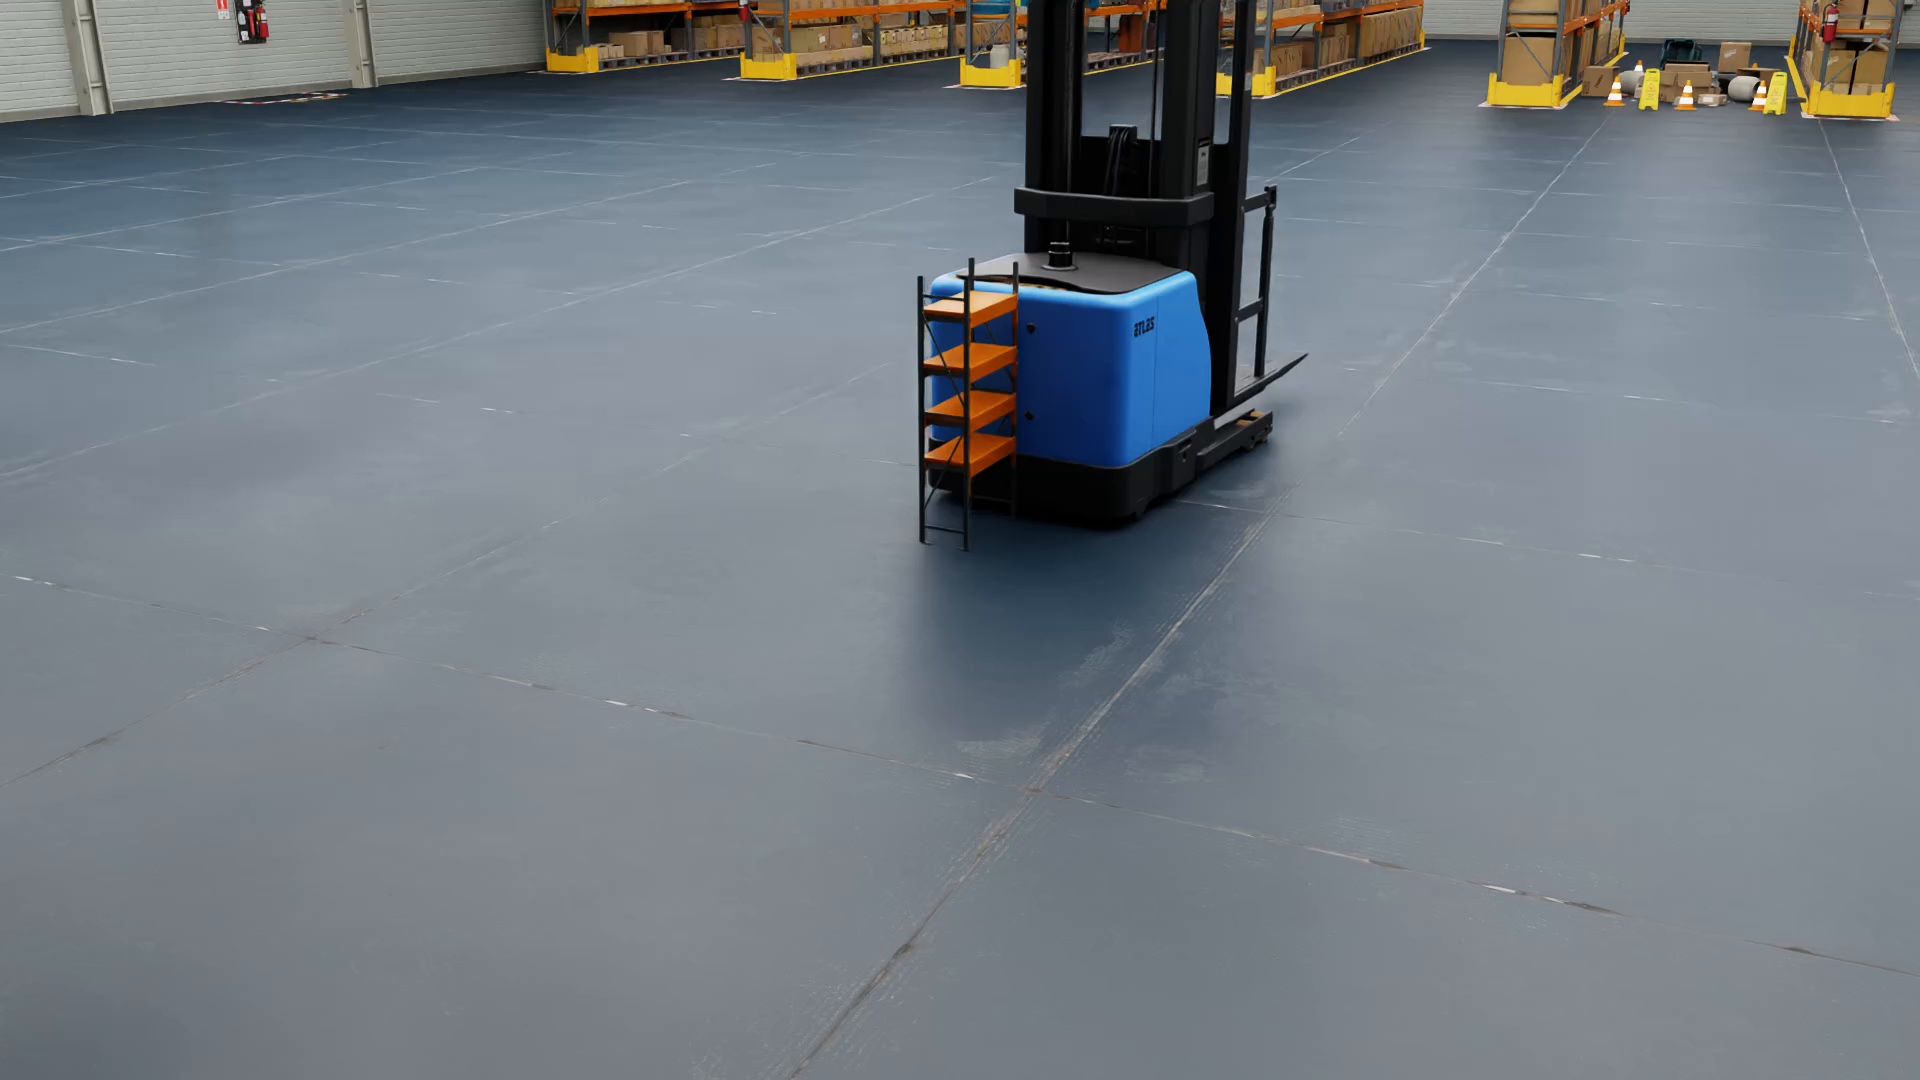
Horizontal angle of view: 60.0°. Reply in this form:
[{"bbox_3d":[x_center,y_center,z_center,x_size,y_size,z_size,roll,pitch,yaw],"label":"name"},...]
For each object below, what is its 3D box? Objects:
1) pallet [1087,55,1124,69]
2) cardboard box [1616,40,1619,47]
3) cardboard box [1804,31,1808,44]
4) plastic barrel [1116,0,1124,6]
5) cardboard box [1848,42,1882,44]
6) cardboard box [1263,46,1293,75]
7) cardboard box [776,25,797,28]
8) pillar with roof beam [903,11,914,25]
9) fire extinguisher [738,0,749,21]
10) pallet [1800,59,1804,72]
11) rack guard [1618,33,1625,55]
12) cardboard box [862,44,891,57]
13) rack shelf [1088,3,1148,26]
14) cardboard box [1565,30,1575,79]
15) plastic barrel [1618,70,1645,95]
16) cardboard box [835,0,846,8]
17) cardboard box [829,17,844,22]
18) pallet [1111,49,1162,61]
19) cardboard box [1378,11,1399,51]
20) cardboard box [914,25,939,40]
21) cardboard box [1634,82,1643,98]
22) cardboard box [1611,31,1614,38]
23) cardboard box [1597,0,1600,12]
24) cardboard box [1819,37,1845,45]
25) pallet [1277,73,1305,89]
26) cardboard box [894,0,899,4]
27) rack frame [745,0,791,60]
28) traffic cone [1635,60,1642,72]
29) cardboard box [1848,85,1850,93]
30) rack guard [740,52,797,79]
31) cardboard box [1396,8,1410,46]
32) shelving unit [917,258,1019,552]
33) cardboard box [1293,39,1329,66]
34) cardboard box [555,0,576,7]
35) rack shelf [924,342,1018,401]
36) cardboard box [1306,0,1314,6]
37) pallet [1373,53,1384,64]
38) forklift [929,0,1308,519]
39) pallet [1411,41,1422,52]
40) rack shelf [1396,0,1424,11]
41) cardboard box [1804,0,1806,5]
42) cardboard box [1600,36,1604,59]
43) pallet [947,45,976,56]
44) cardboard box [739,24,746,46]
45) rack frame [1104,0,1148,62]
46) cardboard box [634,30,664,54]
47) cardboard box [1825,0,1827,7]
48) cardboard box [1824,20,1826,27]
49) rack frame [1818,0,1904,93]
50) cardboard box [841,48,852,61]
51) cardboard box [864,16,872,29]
[{"bbox_3d":[3.022,-10.756,37.399,1.003,0.211,1.213,9,21,23],"label":"pallet"},{"bbox_3d":[16.115,-12.300,41.207,0.380,0.149,0.250,9,22,24],"label":"cardboard box"},{"bbox_3d":[20.532,-11.855,39.523,0.875,0.438,0.875,8,21,21],"label":"cardboard box"},{"bbox_3d":[3.476,-12.253,37.280,0.421,0.512,0.421,0,20,0],"label":"plastic barrel"},{"bbox_3d":[15.800,-8.449,29.108,0.500,0.500,0.500,8,21,22],"label":"cardboard box"},{"bbox_3d":[6.145,-9.297,32.239,0.500,0.500,0.500,7,21,18],"label":"cardboard box"},{"bbox_3d":[-3.574,-10.677,35.371,0.500,0.500,0.500,9,21,23],"label":"cardboard box"},{"bbox_3d":[2.357,-19.658,49.315,9.100,9.000,0.400,9,21,23],"label":"pillar with roof beam"},{"bbox_3d":[-4.390,-10.900,33.756,0.296,0.674,0.183,9,21,23],"label":"fire extinguisher"},{"bbox_3d":[18.826,-10.297,36.106,1.003,0.211,1.213,9,21,23],"label":"pallet"},{"bbox_3d":[16.122,-12.527,41.946,1.175,0.500,0.348,9,21,23],"label":"rack guard"},{"bbox_3d":[-1.889,-11.123,37.745,0.500,0.250,0.500,8,21,21],"label":"cardboard box"},{"bbox_3d":[3.056,-11.723,37.029,1.077,0.370,4.000,9,21,23],"label":"rack shelf"},{"bbox_3d":[10.918,-9.073,31.050,0.875,0.875,0.875,9,21,24],"label":"cardboard box"},{"bbox_3d":[12.175,-8.288,30.143,0.421,0.421,0.512,-9,22,-24],"label":"plastic barrel"},{"bbox_3d":[-2.875,-11.727,35.817,0.700,0.500,0.500,9,21,24],"label":"cardboard box"},{"bbox_3d":[-3.673,-14.224,45.569,0.750,0.750,0.750,9,21,23],"label":"cardboard box"},{"bbox_3d":[4.160,-11.606,39.789,1.003,0.211,1.213,9,21,23],"label":"pallet"},{"bbox_3d":[9.788,-12.215,39.883,1.225,0.875,0.875,9,21,23],"label":"cardboard box"},{"bbox_3d":[-0.839,-12.167,39.844,0.500,0.311,0.500,8,21,22],"label":"cardboard box"},{"bbox_3d":[12.216,-7.993,29.548,0.396,0.266,0.258,13,23,32],"label":"cardboard box"},{"bbox_3d":[15.336,-12.026,39.549,0.380,0.149,0.250,9,21,24],"label":"cardboard box"},{"bbox_3d":[12.733,-11.002,33.780,0.500,0.500,0.500,9,21,23],"label":"cardboard box"},{"bbox_3d":[14.554,-8.308,27.744,0.380,0.149,0.250,10,22,25],"label":"cardboard box"},{"bbox_3d":[6.015,-8.873,32.102,1.003,0.211,1.213,9,21,23],"label":"pallet"},{"bbox_3d":[-1.735,-12.572,38.194,0.500,0.500,0.500,10,22,27],"label":"cardboard box"},{"bbox_3d":[-3.918,-10.908,33.665,1.000,3.000,0.127,9,21,23],"label":"rack frame"},{"bbox_3d":[13.166,-9.067,32.273,0.336,0.463,0.334,9,21,23],"label":"traffic cone"},{"bbox_3d":[15.169,-7.623,27.903,0.500,0.250,0.500,10,22,26],"label":"cardboard box"},{"bbox_3d":[-3.928,-9.723,34.064,1.175,0.500,0.348,9,21,23],"label":"rack guard"},{"bbox_3d":[10.744,-12.879,41.751,0.875,0.875,0.875,9,21,23],"label":"cardboard box"},{"bbox_3d":[0.040,-0.606,7.382,0.258,1.200,0.503,10,22,25],"label":"shelving unit"},{"bbox_3d":[7.240,-10.128,34.546,0.700,0.500,0.500,8,21,22],"label":"cardboard box"},{"bbox_3d":[-8.424,-11.695,36.072,0.500,0.250,0.500,9,21,23],"label":"cardboard box"},{"bbox_3d":[0.040,-0.753,7.330,0.258,0.148,0.480,10,22,25],"label":"rack shelf"},{"bbox_3d":[6.515,-10.829,32.849,0.875,0.500,0.500,9,21,23],"label":"cardboard box"},{"bbox_3d":[9.286,-11.282,38.877,1.003,0.211,1.213,9,21,23],"label":"pallet"},{"bbox_3d":[1.031,-1.921,8.497,1.130,2.935,3.031,11,22,29],"label":"forklift"},{"bbox_3d":[11.414,-12.870,43.343,1.003,0.211,1.213,9,21,23],"label":"pallet"},{"bbox_3d":[10.851,-13.489,41.995,1.077,0.370,4.000,9,21,23],"label":"rack shelf"},{"bbox_3d":[19.235,-12.239,37.256,0.500,0.500,0.500,8,21,21],"label":"cardboard box"},{"bbox_3d":[13.809,-10.795,36.451,0.500,0.500,0.500,8,21,21],"label":"cardboard box"},{"bbox_3d":[-0.302,-12.263,41.636,1.003,0.211,1.213,9,21,23],"label":"pallet"},{"bbox_3d":[-5.727,-12.693,41.758,0.700,0.500,0.500,9,21,23],"label":"cardboard box"},{"bbox_3d":[3.875,-12.673,38.628,1.000,3.000,0.127,9,21,23],"label":"rack frame"},{"bbox_3d":[-7.190,-11.517,38.449,0.500,0.500,0.500,7,21,19],"label":"cardboard box"},{"bbox_3d":[14.547,-8.884,27.380,0.500,0.500,0.500,8,21,22],"label":"cardboard box"},{"bbox_3d":[14.120,-8.306,26.723,0.380,0.149,0.250,8,21,22],"label":"cardboard box"},{"bbox_3d":[14.159,-8.188,26.017,1.000,3.000,0.127,9,21,23],"label":"rack frame"},{"bbox_3d":[-2.676,-10.555,36.150,0.500,0.250,0.500,9,21,23],"label":"cardboard box"},{"bbox_3d":[-2.917,-14.643,47.271,0.700,0.500,0.500,8,21,22],"label":"cardboard box"}]
